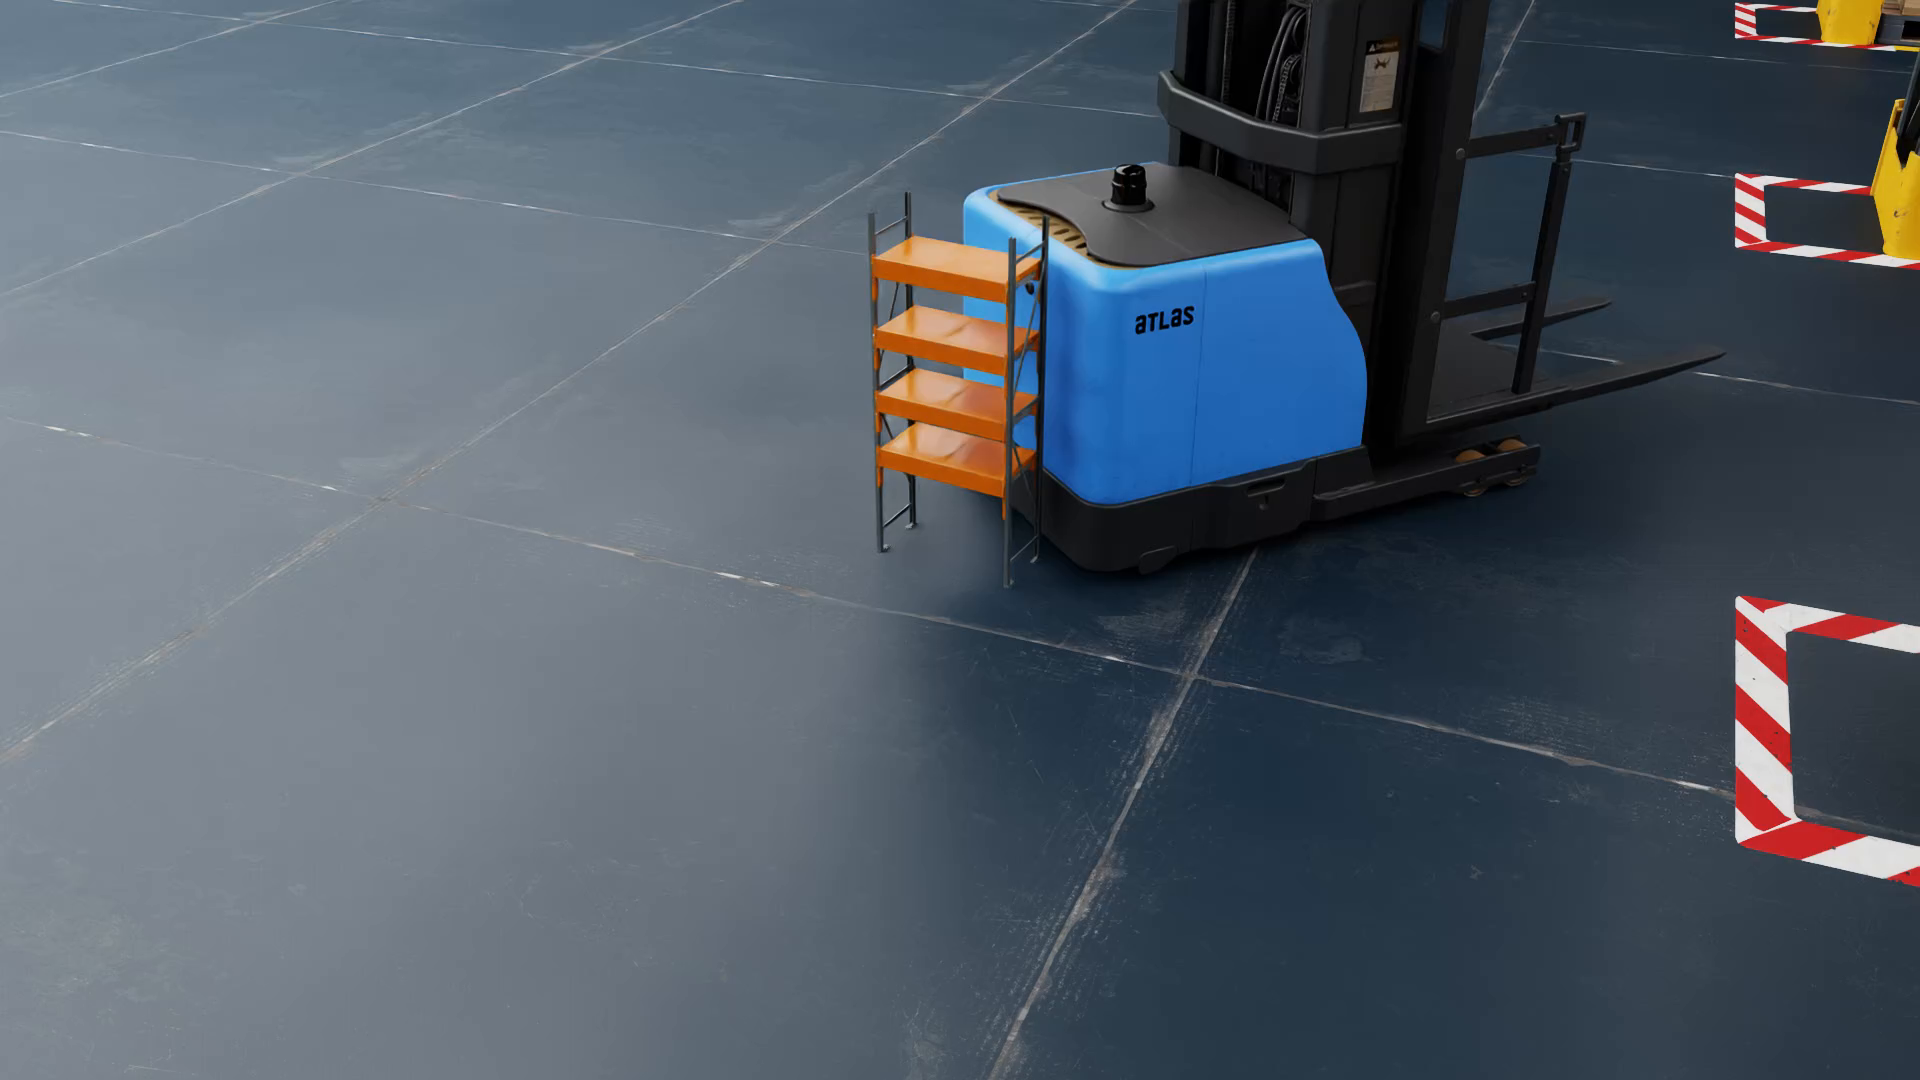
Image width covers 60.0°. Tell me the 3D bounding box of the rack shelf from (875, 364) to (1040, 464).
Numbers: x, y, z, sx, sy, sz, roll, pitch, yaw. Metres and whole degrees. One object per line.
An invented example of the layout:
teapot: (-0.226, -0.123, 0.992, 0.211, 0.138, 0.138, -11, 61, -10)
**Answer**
rack shelf: (-0.005, -0.413, 5.398, 0.480, 0.148, 0.258, 15, 33, 25)

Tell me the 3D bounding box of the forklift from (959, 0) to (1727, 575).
forklift: (1.552, -1.651, 5.693, 3.031, 2.935, 1.130, -14, 32, -23)

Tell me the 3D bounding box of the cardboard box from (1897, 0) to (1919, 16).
cardboard box: (7.150, -3.981, 12.112, 0.500, 0.250, 0.500, 11, 31, 19)

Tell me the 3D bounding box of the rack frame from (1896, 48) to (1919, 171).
rack frame: (4.871, -2.938, 7.899, 0.127, 3.000, 1.000, 11, 31, 19)

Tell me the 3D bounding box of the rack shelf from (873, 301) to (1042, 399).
rack shelf: (-0.005, -0.608, 5.288, 0.480, 0.148, 0.258, 15, 33, 25)

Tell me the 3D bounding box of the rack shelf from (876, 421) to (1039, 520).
rack shelf: (-0.005, -0.240, 5.496, 0.480, 0.148, 0.258, 15, 33, 25)

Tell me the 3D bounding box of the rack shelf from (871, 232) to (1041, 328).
rack shelf: (-0.005, -0.814, 5.172, 0.480, 0.148, 0.258, 15, 33, 25)

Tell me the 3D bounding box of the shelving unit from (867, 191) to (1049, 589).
shelving unit: (-0.005, -0.472, 5.365, 0.503, 1.200, 0.258, 15, 33, 25)

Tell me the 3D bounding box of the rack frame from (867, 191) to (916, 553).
rack frame: (-0.219, -0.530, 5.468, 0.015, 1.200, 0.240, 15, 33, 25)

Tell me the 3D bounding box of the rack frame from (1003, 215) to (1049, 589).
rack frame: (0.208, -0.413, 5.262, 0.015, 1.200, 0.240, 15, 33, 25)

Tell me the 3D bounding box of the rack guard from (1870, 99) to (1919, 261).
rack guard: (4.959, -1.857, 8.527, 0.348, 0.500, 1.175, 11, 31, 19)

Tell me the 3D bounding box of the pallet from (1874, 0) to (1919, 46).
pallet: (7.461, -3.859, 12.363, 1.213, 0.211, 1.003, 11, 31, 19)

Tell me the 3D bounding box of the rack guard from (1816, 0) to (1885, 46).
rack guard: (6.715, -4.112, 12.516, 0.348, 0.500, 1.175, 11, 31, 19)
